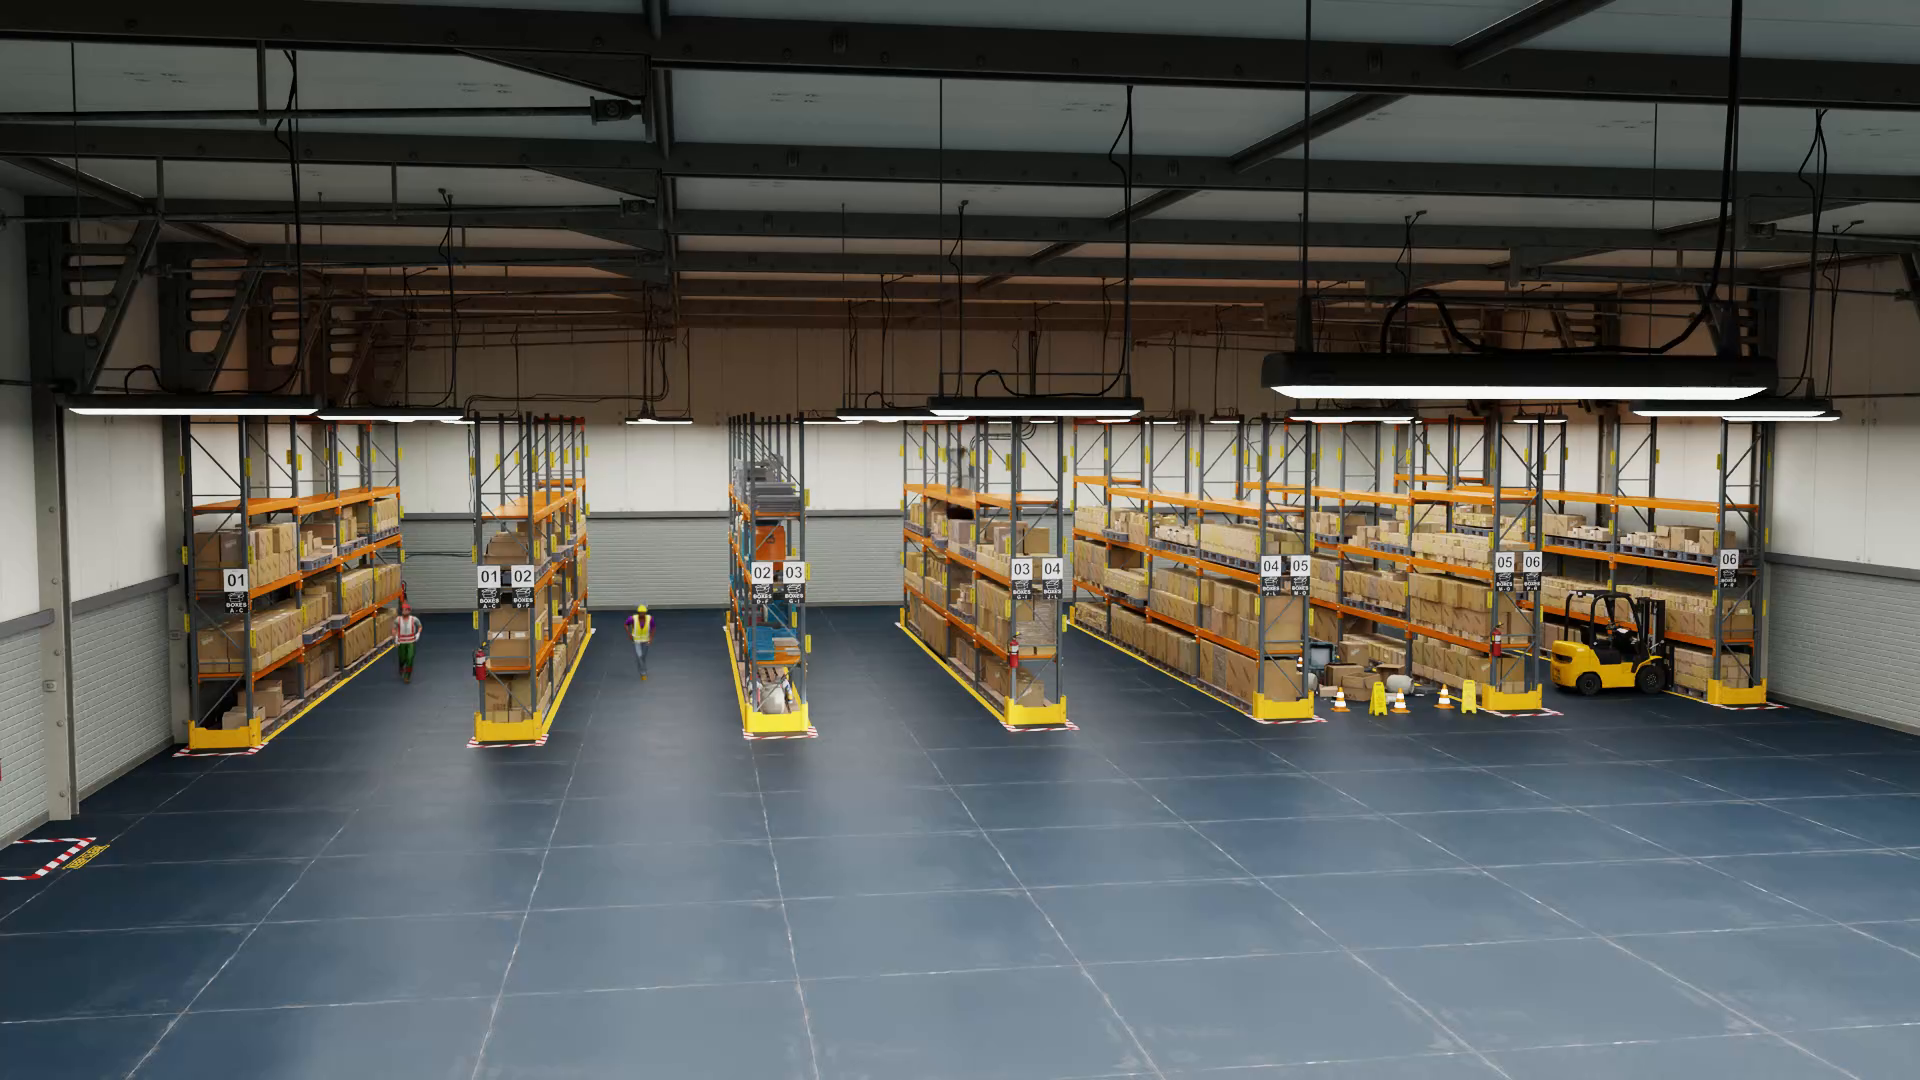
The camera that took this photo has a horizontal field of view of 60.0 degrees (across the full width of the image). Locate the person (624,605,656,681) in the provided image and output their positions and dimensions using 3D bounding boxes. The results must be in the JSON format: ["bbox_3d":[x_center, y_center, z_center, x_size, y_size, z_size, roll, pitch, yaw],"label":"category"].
[{"bbox_3d":[-7.269,2.303,37.786,0.709,1.700,1.003,-1,4,-16],"label":"person"}]

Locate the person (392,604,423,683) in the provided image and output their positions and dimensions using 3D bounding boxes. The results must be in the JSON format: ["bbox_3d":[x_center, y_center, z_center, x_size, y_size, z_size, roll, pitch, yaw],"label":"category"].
[{"bbox_3d":[-12.440,2.311,37.451,0.655,1.760,0.668,-1,4,-16],"label":"person"}]

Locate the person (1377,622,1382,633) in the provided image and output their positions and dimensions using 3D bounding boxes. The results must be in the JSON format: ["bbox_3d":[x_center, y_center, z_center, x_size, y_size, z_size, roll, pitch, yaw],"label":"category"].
[{"bbox_3d":[11.351,1.722,45.768,0.679,1.816,0.807,-1,4,-21],"label":"person"}]
